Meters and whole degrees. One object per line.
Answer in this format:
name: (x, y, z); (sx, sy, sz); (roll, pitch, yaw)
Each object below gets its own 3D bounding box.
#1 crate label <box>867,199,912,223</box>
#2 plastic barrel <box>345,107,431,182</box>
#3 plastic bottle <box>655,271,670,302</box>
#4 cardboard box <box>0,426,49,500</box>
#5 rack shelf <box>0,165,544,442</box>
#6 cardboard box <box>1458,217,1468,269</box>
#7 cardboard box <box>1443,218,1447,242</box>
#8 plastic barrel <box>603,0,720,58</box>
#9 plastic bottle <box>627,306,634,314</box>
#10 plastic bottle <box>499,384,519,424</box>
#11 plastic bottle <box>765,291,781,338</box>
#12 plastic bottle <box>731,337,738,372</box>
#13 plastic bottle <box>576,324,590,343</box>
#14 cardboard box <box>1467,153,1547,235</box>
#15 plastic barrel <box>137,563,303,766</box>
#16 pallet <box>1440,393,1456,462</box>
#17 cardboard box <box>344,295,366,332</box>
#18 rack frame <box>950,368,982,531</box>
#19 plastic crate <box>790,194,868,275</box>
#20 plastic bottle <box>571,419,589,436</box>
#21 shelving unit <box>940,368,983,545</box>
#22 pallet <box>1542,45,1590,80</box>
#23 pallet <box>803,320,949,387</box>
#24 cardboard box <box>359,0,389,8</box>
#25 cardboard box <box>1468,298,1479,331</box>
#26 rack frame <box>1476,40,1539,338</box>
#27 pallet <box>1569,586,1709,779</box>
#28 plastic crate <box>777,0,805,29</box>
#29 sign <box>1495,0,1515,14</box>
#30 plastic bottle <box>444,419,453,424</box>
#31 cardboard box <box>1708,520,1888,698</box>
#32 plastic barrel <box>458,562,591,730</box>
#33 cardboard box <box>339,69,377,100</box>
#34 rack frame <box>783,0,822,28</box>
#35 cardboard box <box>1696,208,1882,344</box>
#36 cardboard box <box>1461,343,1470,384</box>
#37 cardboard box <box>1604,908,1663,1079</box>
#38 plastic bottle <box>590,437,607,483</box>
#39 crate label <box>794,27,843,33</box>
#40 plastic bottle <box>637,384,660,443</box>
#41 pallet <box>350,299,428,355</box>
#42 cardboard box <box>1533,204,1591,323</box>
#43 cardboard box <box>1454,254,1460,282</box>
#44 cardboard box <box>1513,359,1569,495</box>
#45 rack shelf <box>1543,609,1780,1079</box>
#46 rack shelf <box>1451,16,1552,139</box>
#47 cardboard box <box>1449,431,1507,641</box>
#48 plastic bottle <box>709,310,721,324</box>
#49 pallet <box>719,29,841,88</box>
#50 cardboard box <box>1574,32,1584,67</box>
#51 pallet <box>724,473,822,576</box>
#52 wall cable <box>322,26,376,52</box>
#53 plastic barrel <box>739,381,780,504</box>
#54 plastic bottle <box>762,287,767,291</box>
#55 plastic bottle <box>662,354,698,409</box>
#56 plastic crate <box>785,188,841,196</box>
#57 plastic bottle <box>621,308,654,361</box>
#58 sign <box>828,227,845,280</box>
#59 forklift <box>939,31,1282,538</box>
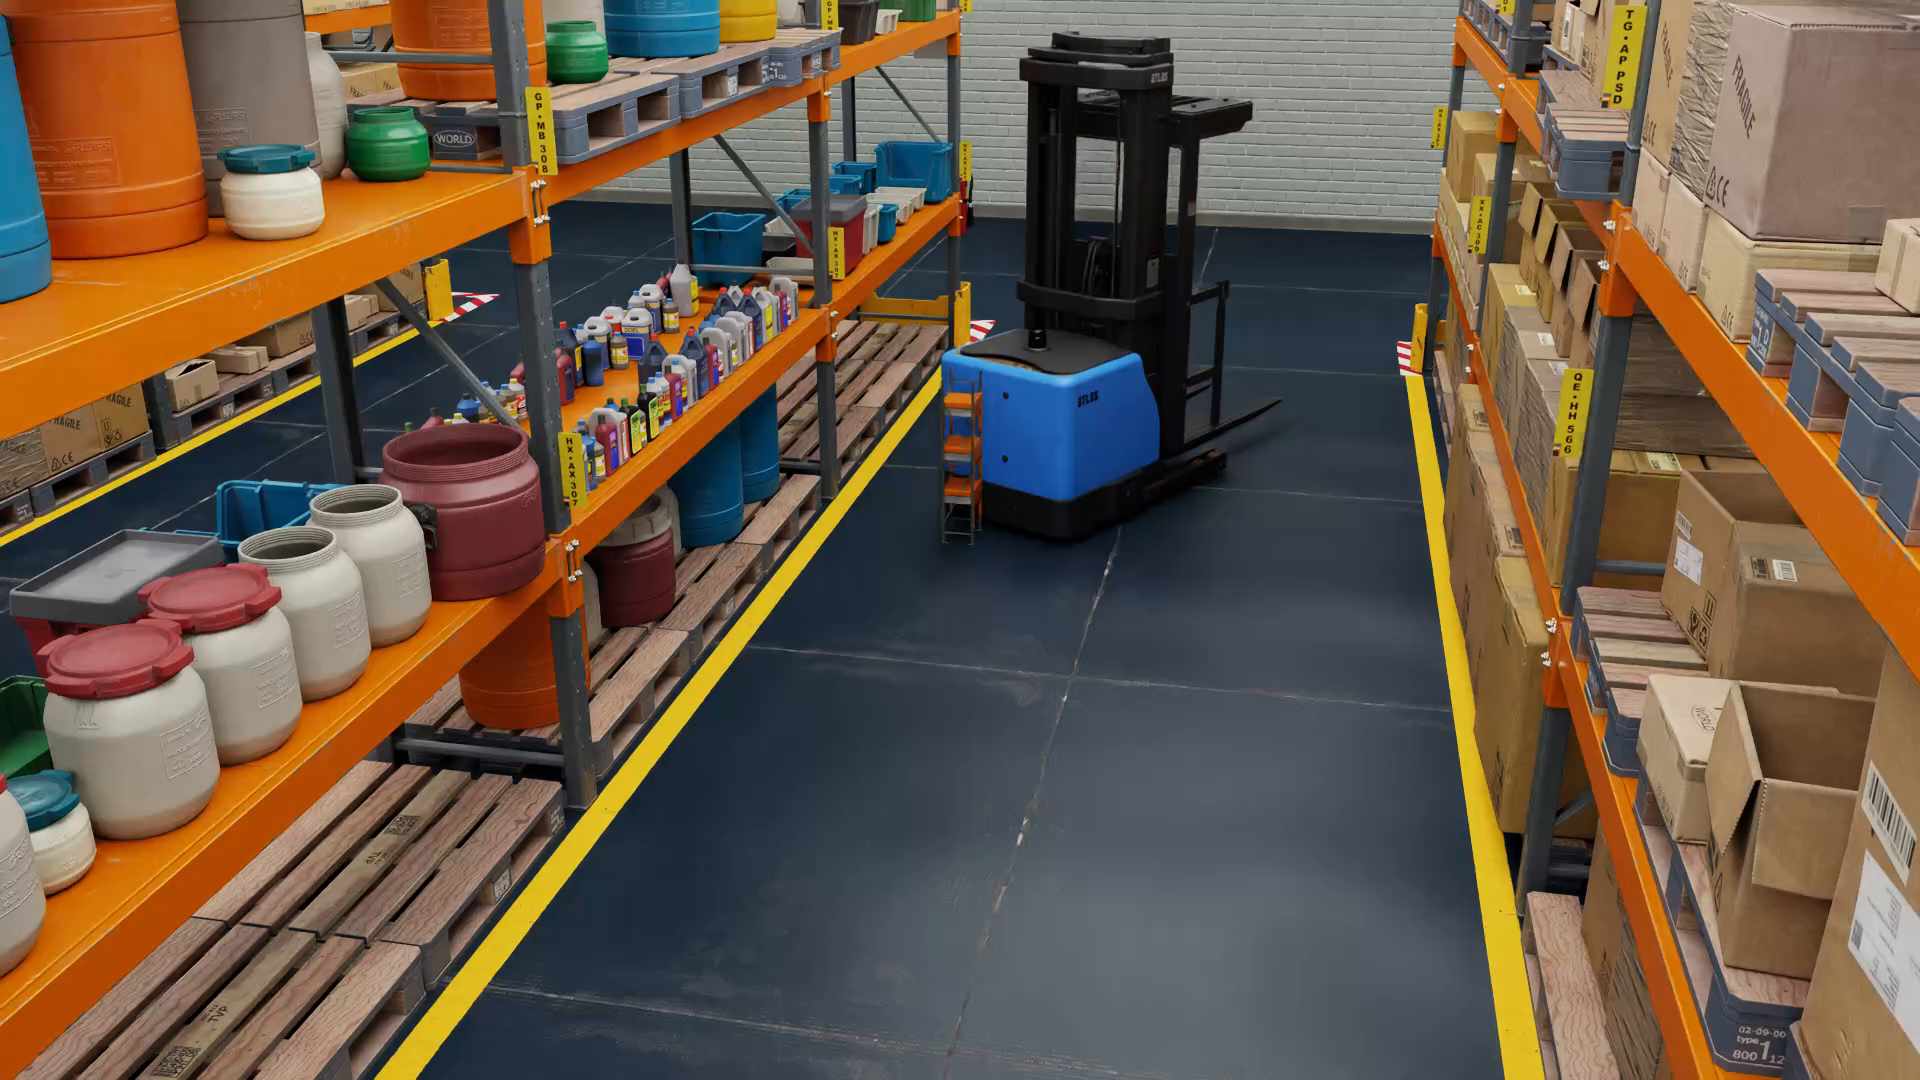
crate label: (-0.592, -2.558, 12.963); (0.396, 0.136, 0.243); (4, 22, 11)
plastic barrel: (-2.130, -1.473, 6.188); (0.294, 0.245, 0.294); (0, 22, 0)
plastic bottle: (-1.833, -1.506, 10.234); (0.061, 0.283, 0.133); (4, 22, 11)
cardboard box: (-6.193, -0.568, 10.506); (0.500, 0.500, 0.500); (5, 22, 12)
rack shelf: (-2.537, -0.574, 4.711); (1.077, 0.370, 4.000); (4, 22, 11)
cardboard box: (3.576, -1.959, 11.005); (0.500, 0.250, 0.500); (5, 22, 12)
cardboard box: (3.801, -2.292, 12.365); (0.380, 0.149, 0.250); (4, 22, 10)
plastic barrel: (-1.512, -2.893, 8.274); (0.600, 0.901, 0.708); (4, 22, 11)
plastic bottle: (-1.925, -1.268, 9.754); (0.097, 0.201, 0.097); (0, 22, 0)
plastic bottle: (-2.257, -0.675, 8.280); (0.097, 0.201, 0.097); (0, 22, 0)
plastic bottle: (-1.152, -1.351, 9.858); (0.152, 0.276, 0.135); (4, 22, 11)
plastic bottle: (-1.279, -1.038, 9.181); (0.097, 0.201, 0.097); (0, 22, 0)
plastic bottle: (-2.067, -1.047, 9.110); (0.097, 0.271, 0.097); (0, 22, 0)
cardboard box: (3.474, -2.121, 10.403); (0.500, 0.500, 0.500); (5, 22, 11)
plastic barrel: (-2.298, 0.392, 5.182); (0.433, 0.535, 0.433); (0, 22, 0)
pallet: (4.014, -0.759, 11.956); (1.003, 0.211, 1.213); (4, 22, 11)
cardboard box: (-5.438, -1.918, 14.193); (0.500, 0.250, 0.500); (4, 22, 11)
rack frame: (0.036, -0.551, 10.317); (0.200, 1.050, 0.008); (4, 22, 11)
plastic crate: (-0.885, -2.075, 11.326); (0.402, 0.464, 0.583); (4, 22, 11)
plastic bottle: (-1.756, -0.461, 7.749); (0.097, 0.201, 0.097); (0, 22, 0)
shelving unit: (0.011, -0.507, 10.206); (0.215, 1.050, 0.252); (4, 22, 11)
pallet: (3.397, -2.297, 8.282); (0.805, 0.209, 1.217); (4, 22, 9)
pallet: (-0.703, -1.581, 13.997); (1.003, 0.211, 1.213); (4, 22, 11)
cardboard box: (-5.192, -4.666, 14.110); (0.500, 0.250, 0.500); (4, 22, 11)
cardboard box: (3.277, -1.353, 10.034); (0.380, 0.149, 0.250); (5, 22, 11)
rack frame: (3.536, -1.333, 9.648); (1.000, 3.000, 0.127); (4, 22, 11)
pallet: (2.678, 0.488, 5.384); (1.213, 0.211, 1.003); (4, 22, 11)
plastic crate: (-1.251, -3.723, 11.725); (0.437, 0.282, 0.530); (4, 22, 11)
sign: (2.992, -3.043, 9.080); (0.100, 0.325, 0.005); (4, 22, 11)
plastic bottle: (-2.376, -0.461, 7.749); (0.097, 0.201, 0.097); (0, 22, 0)
cardboard box: (2.632, 0.301, 4.895); (0.700, 0.500, 0.500); (8, 23, 19)
plastic barrel: (-2.046, 0.384, 7.728); (0.600, 0.830, 0.708); (4, 22, 11)
cardboard box: (-5.269, -3.694, 14.038); (0.500, 0.500, 0.500); (5, 22, 12)
rack frame: (-1.313, -4.493, 9.465); (1.000, 3.000, 0.127); (4, 22, 11)
cardboard box: (2.174, -0.663, 4.170); (0.500, 0.250, 0.500); (5, 22, 12)
cardboard box: (3.932, -1.107, 11.368); (0.875, 0.875, 0.875); (4, 22, 11)
cardboard box: (2.502, 1.536, 5.282); (0.700, 0.500, 0.500); (3, 22, 6)
plastic bottle: (-1.654, -0.365, 7.511); (0.097, 0.201, 0.097); (0, 22, 0)
crate label: (-0.930, -3.137, 10.464); (0.293, 0.136, 0.466); (4, 22, 11)
plastic bottle: (-1.511, -0.626, 8.050); (0.061, 0.283, 0.133); (4, 22, 11)
pallet: (-5.523, -1.939, 14.887); (1.003, 0.211, 1.213); (4, 22, 11)
cardboard box: (3.262, -1.360, 8.239); (0.797, 0.503, 0.637); (5, 22, 12)
cardboard box: (3.539, -1.823, 11.201); (0.380, 0.149, 0.250); (4, 22, 10)
cardboard box: (2.788, -0.488, 7.416); (0.500, 0.500, 0.500); (4, 22, 9)
rack shelf: (2.311, 1.195, 4.334); (1.077, 0.370, 4.000); (4, 22, 11)
rack shelf: (3.944, -3.122, 11.038); (1.077, 0.370, 4.000); (4, 22, 11)
cardboard box: (3.243, 0.020, 8.570); (1.225, 0.875, 0.875); (4, 22, 9)
plastic bottle: (-1.380, -1.167, 9.408); (0.097, 0.271, 0.097); (0, 22, 0)
pallet: (-1.377, -2.720, 9.330); (1.213, 0.211, 1.003); (4, 22, 11)
cardboard box: (3.085, -2.269, 7.732); (0.380, 0.149, 0.250); (4, 22, 9)
pallet: (-1.511, -0.138, 10.414); (1.003, 0.211, 1.213); (4, 22, 11)
wall cable: (-8.692, -7.312, 20.621); (3.097, 2.526, 0.112); (4, 22, 11)
plastic barrel: (-1.441, -0.734, 10.408); (0.600, 0.901, 0.708); (4, 22, 11)
plastic bottle: (-1.203, -1.452, 10.210); (0.097, 0.201, 0.097); (0, 22, 0)
plastic bottle: (-1.442, -0.831, 8.568); (0.152, 0.276, 0.135); (4, 22, 11)
plastic crate: (-1.138, -2.577, 12.880); (0.416, 0.233, 0.300); (4, 22, 11)
plastic bottle: (-1.821, -1.163, 9.391); (0.152, 0.276, 0.135); (4, 22, 11)
sign: (-0.775, -1.796, 10.428); (0.100, 0.325, 0.005); (4, 22, 11)
forklift: (1.186, -1.850, 11.023); (1.130, 2.935, 3.031); (17, 27, 36)
